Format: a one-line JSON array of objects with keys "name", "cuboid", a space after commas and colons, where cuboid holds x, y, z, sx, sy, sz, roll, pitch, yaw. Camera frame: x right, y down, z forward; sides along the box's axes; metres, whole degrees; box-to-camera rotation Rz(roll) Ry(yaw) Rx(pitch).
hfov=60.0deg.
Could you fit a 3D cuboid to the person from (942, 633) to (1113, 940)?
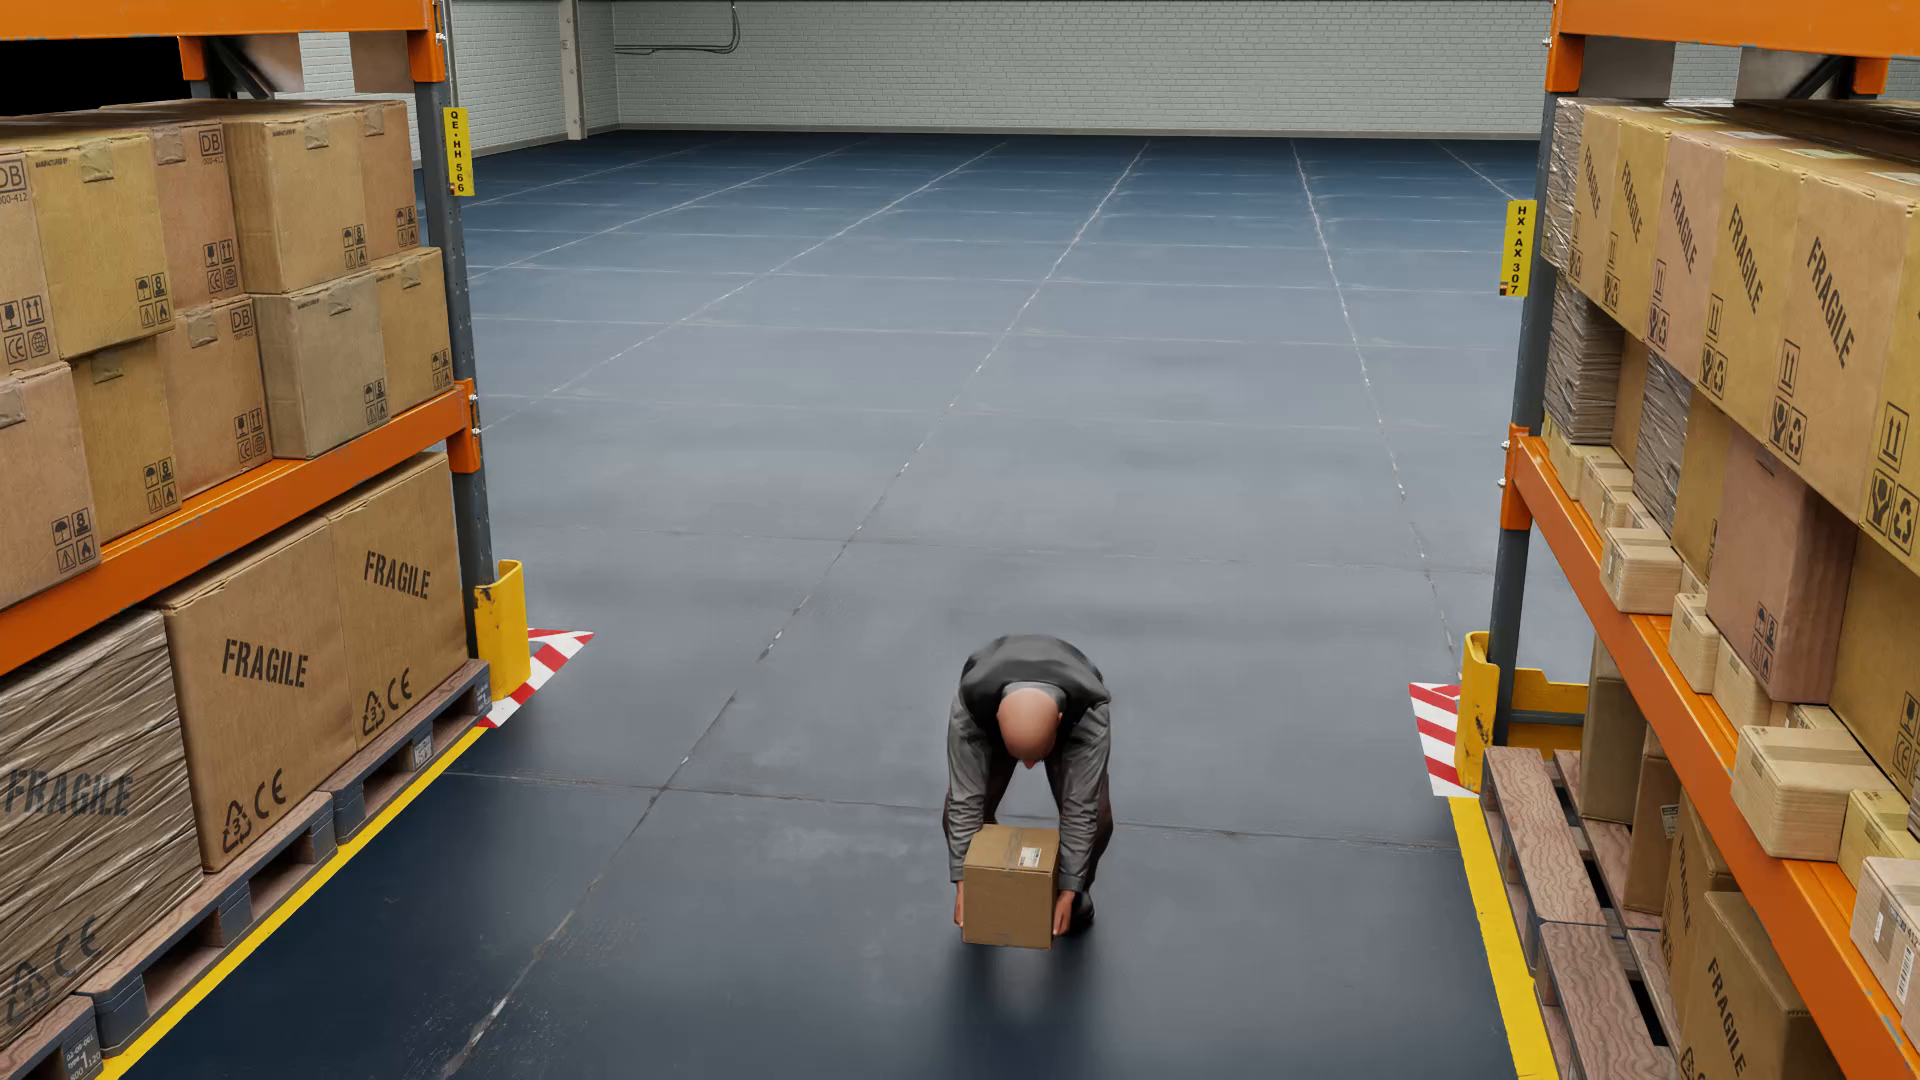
[{"name": "person", "cuboid": [0.208, 0.752, 5.023, 0.518, 0.947, 0.923, 2, 18, 7]}]
